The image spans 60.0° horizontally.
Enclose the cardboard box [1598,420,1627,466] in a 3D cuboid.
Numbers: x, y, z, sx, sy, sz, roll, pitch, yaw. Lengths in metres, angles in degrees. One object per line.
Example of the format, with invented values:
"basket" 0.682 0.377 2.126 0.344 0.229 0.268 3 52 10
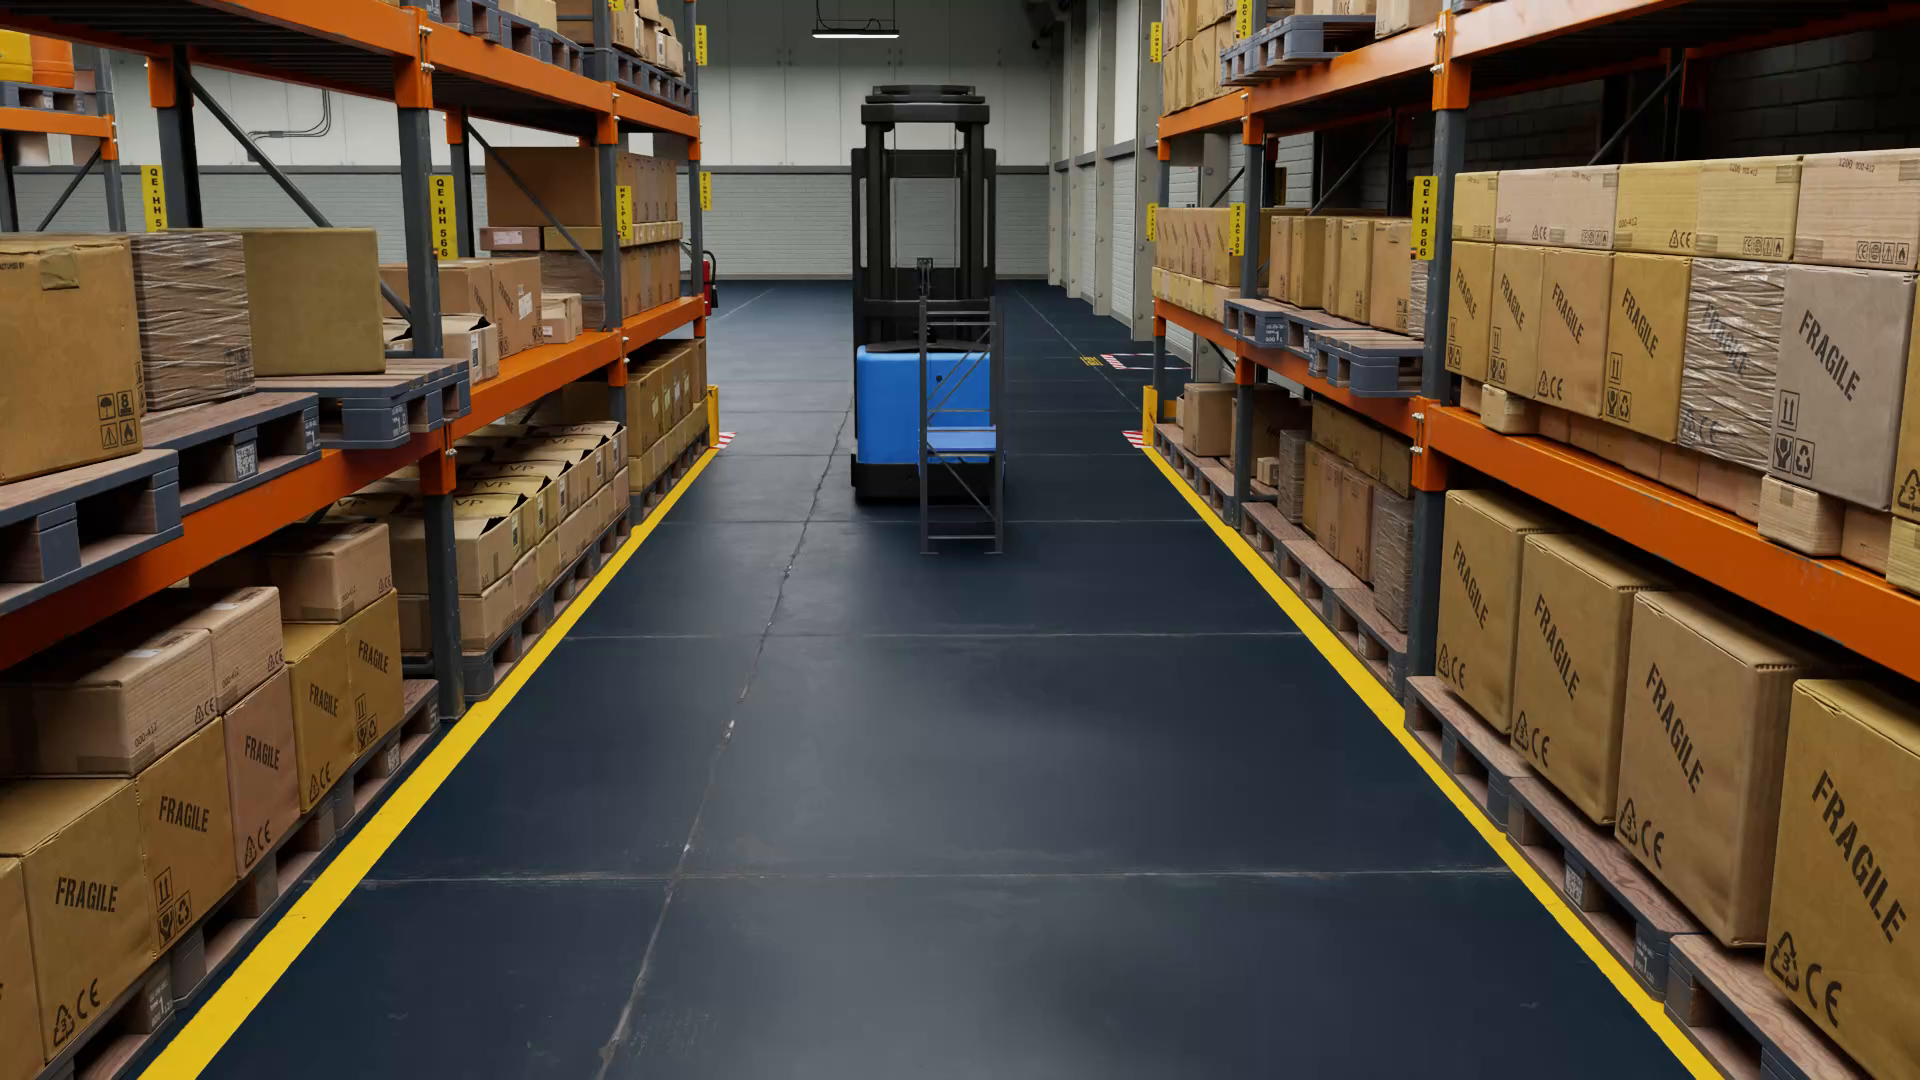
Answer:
"cardboard box" 2.212 -0.314 5.145 0.380 0.149 0.250 0 11 0

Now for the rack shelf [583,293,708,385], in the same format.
"rack shelf" -2.694 -1.569 12.556 1.077 0.370 4.000 0 11 -1

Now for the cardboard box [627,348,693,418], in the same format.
"cardboard box" -2.392 -1.240 13.102 0.500 0.500 0.500 0 11 -1

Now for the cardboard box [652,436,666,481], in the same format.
"cardboard box" -2.365 -0.575 11.707 0.500 0.250 0.500 0 11 -1

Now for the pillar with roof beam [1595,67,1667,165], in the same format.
"pillar with roof beam" -1.084 -3.934 7.317 9.100 9.000 0.400 0 11 -1

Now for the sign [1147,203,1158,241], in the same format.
"sign" 1.675 -2.762 14.451 0.100 0.325 0.005 0 11 -1

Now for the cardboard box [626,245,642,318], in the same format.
"cardboard box" -2.692 -1.865 11.958 0.700 0.500 0.500 0 11 0

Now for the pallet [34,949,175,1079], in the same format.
"pallet" -2.542 1.272 3.760 1.003 0.211 1.213 0 11 -1

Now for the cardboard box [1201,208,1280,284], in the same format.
"cardboard box" 1.965 -2.040 11.513 0.500 0.500 0.500 0 11 -1

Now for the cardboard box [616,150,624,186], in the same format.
"cardboard box" -2.680 -2.397 11.316 0.700 0.500 0.500 0 11 -1

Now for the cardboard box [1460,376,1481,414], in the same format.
"cardboard box" 2.158 -0.570 6.405 0.380 0.149 0.250 0 11 -2

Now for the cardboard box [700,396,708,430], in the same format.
"cardboard box" -2.429 -1.072 14.156 0.500 0.250 0.500 0 11 -1

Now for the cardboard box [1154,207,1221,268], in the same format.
"cardboard box" 1.926 -2.547 14.013 0.500 0.500 0.500 0 11 -1

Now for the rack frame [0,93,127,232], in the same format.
"rack frame" -7.688 -2.299 14.347 1.000 3.000 0.127 0 11 -1

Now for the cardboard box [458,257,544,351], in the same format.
"cardboard box" -2.642 -1.315 9.246 0.500 0.500 0.500 1 11 3

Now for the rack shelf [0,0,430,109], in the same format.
"rack shelf" -2.529 -1.448 4.419 1.077 0.370 4.000 0 11 -1

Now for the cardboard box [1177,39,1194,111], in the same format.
"cardboard box" 1.964 -3.591 12.870 0.500 0.500 0.500 0 11 1

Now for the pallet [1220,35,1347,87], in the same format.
"pallet" 2.206 -2.800 9.742 1.213 0.211 1.003 0 11 -1

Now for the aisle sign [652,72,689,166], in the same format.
"aisle sign" -2.443 -3.607 14.256 0.394 0.787 0.004 0 11 -1

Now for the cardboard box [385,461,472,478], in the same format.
"cardboard box" -2.860 -0.268 8.784 0.500 0.311 0.500 0 11 0

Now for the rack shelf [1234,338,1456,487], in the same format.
"rack shelf" 2.341 -0.795 8.741 1.077 0.370 4.000 0 11 -1

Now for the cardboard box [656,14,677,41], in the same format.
"cardboard box" -2.728 -4.000 13.517 0.797 0.503 0.637 1 11 3

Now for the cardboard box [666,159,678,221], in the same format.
"cardboard box" -2.737 -2.900 13.796 0.700 0.500 0.500 0 11 -1

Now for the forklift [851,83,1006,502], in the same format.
"forklift" -0.283 -1.951 12.806 1.130 2.935 3.031 -1 11 -3

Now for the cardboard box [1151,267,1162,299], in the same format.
"cardboard box" 1.910 -2.178 14.076 0.500 0.250 0.500 -1 11 -3

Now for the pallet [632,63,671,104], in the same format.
"pallet" -2.719 -3.362 12.263 1.003 0.211 1.213 0 11 -1

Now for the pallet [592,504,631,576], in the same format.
"pallet" -2.599 -0.011 10.081 1.003 0.211 1.213 0 11 -1

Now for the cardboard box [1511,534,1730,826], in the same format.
"cardboard box" 2.278 0.419 5.300 0.750 0.750 0.750 0 11 -1

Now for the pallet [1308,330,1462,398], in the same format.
"pallet" 2.261 -0.797 7.425 1.213 0.211 1.003 0 11 -1

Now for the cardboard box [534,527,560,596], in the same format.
"cardboard box" -2.315 0.105 8.358 0.500 0.250 0.500 -1 11 -3

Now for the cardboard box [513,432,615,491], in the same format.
"cardboard box" -2.341 -0.474 9.800 0.500 0.311 0.500 0 11 0

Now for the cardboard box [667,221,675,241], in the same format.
"cardboard box" -2.525 -2.508 13.492 0.380 0.149 0.250 0 11 -2

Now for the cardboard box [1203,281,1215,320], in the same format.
"cardboard box" 1.985 -1.673 11.588 0.500 0.250 0.500 0 11 -1

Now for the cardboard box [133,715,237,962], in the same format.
"cardboard box" -2.279 0.774 4.382 0.500 0.500 0.500 0 11 0

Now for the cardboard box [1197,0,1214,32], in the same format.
"cardboard box" 1.975 -3.875 11.753 0.500 0.500 0.500 -1 11 -3

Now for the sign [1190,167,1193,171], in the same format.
"sign" 3.059 -5.026 21.960 0.001 0.298 0.199 0 11 -1

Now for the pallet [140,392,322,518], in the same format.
"pallet" -2.525 -0.248 4.719 1.003 0.211 1.213 0 11 -1

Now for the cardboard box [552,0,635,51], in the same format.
"cardboard box" -2.400 -3.418 10.660 0.500 0.500 0.500 1 11 4

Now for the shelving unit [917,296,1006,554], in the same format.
"shelving unit" -0.002 -0.752 10.494 0.538 1.500 1.048 0 11 -1

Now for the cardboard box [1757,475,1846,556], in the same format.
"cardboard box" 2.122 -0.061 3.898 0.380 0.149 0.250 0 11 -1

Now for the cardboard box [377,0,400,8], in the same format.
"cardboard box" -2.527 -2.161 5.871 0.910 0.500 0.500 0 11 -1

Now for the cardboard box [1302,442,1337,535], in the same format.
"cardboard box" 2.392 -0.287 9.607 0.700 0.500 0.500 0 11 -2

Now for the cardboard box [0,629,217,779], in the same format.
"cardboard box" -2.275 0.413 4.275 0.500 0.250 0.500 0 11 -1

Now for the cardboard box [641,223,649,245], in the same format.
"cardboard box" -2.500 -2.253 12.235 0.380 0.149 0.250 0 11 -2

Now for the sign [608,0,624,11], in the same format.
"sign" -2.111 -3.405 10.164 0.100 0.325 0.005 0 11 -1

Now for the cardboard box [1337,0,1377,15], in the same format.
"cardboard box" 2.257 -2.915 8.533 0.500 0.500 0.500 -1 11 -3

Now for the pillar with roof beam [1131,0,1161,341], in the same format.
"pillar with roof beam" -1.456 -7.512 24.954 9.100 9.000 0.400 0 11 -1

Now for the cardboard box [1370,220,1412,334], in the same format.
"cardboard box" 2.324 -1.219 7.663 0.700 0.500 0.500 -1 12 -7

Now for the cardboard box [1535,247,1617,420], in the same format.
"cardboard box" 2.147 -0.654 5.187 0.500 0.500 0.500 0 11 -1

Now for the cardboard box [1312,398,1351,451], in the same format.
"cardboard box" 2.344 -0.669 9.607 0.500 0.250 0.500 0 11 -2

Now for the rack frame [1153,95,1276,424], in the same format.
"rack frame" 2.217 -2.340 14.548 1.000 3.000 0.127 0 11 -1

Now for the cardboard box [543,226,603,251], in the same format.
"cardboard box" -2.465 -1.945 10.718 0.380 0.149 0.250 0 11 -1

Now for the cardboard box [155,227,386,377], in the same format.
"cardboard box" -2.444 -0.859 5.939 0.700 0.500 0.500 -4 12 -20

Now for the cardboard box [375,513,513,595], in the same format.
"cardboard box" -2.287 0.033 7.300 0.500 0.311 0.500 0 11 1

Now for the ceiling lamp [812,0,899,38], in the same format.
"ceiling lamp" -2.403 -13.180 38.211 2.000 3.185 0.800 0 11 -1

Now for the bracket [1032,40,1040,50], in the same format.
"bracket" 2.064 -13.424 45.042 0.235 0.232 0.430 0 11 -1

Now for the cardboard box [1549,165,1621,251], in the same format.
"cardboard box" 2.160 -1.024 5.127 0.500 0.250 0.500 0 11 -1
